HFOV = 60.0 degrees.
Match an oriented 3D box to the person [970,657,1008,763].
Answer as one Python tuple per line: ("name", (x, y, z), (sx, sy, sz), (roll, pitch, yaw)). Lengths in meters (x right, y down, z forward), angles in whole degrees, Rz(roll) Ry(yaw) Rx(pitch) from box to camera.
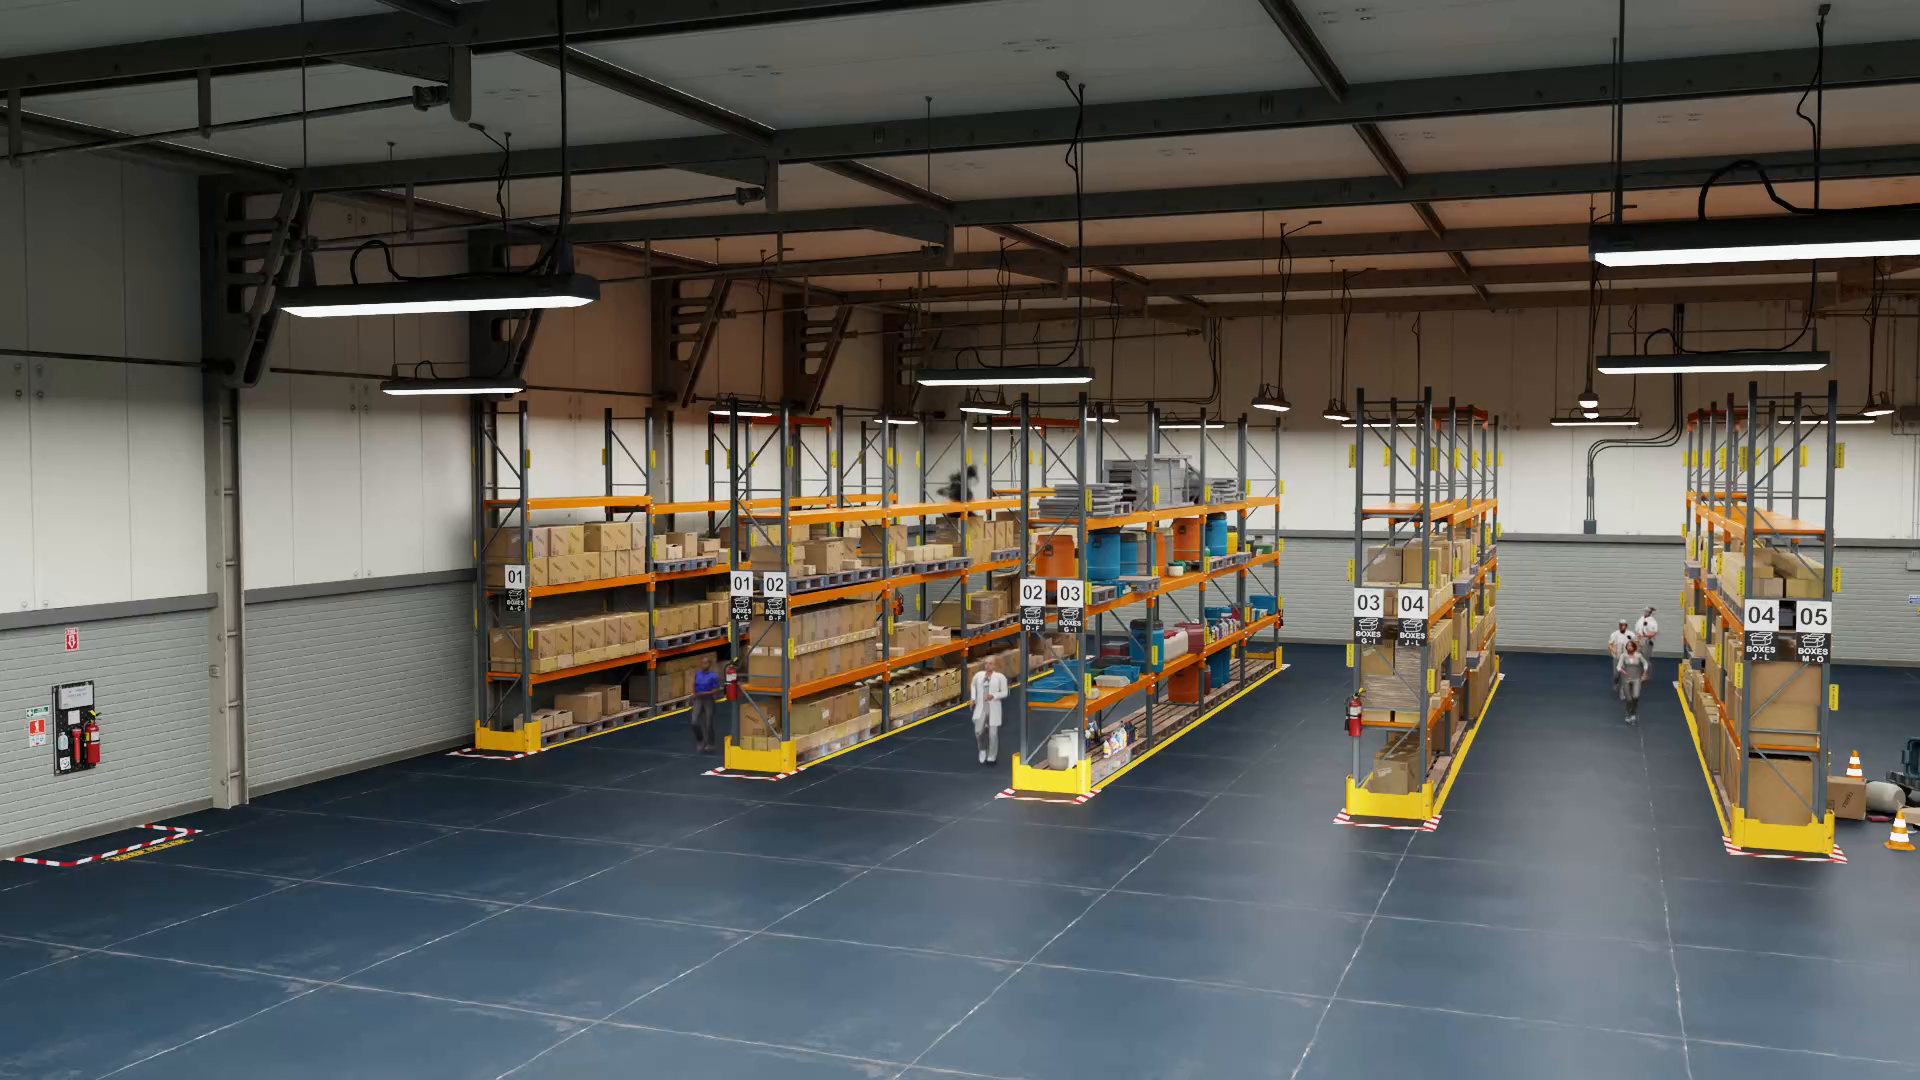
("person", (0.450, 2.791, 27.218), (0.685, 1.747, 0.712), (1, 3, 13))

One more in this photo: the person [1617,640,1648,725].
("person", (12.679, 2.685, 31.383), (0.545, 1.578, 0.629), (1, 3, 25))

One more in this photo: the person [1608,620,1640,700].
("person", (13.933, 2.496, 34.918), (0.615, 1.668, 0.818), (1, 3, 24))

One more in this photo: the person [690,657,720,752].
("person", (-4.355, 2.802, 28.313), (0.540, 1.632, 0.652), (1, 3, 14))

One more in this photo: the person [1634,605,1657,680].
("person", (15.308, 2.341, 37.166), (0.705, 1.818, 0.680), (-1, 3, -27))
